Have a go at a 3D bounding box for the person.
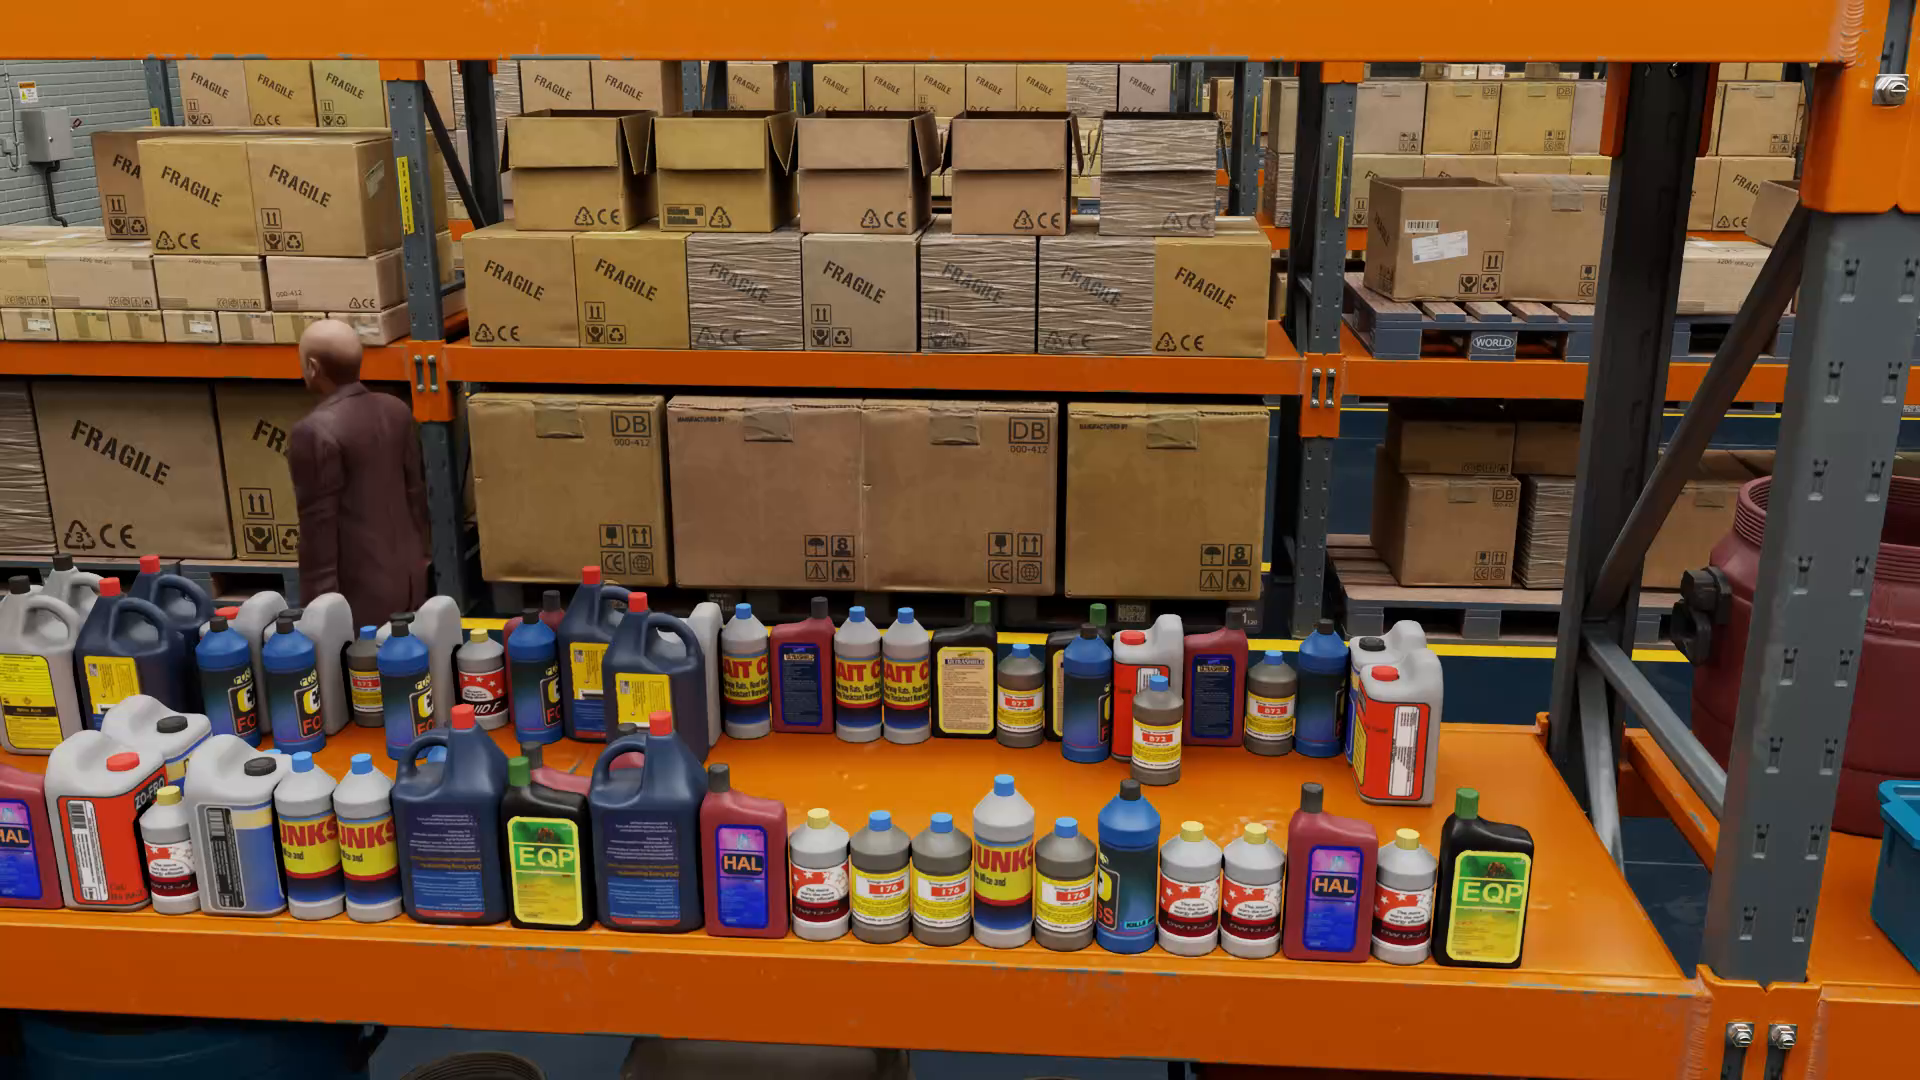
[{"bbox_3d":[-1.901,0.155,5.500,0.689,1.762,0.610,4,18,13],"label":"person"}]
